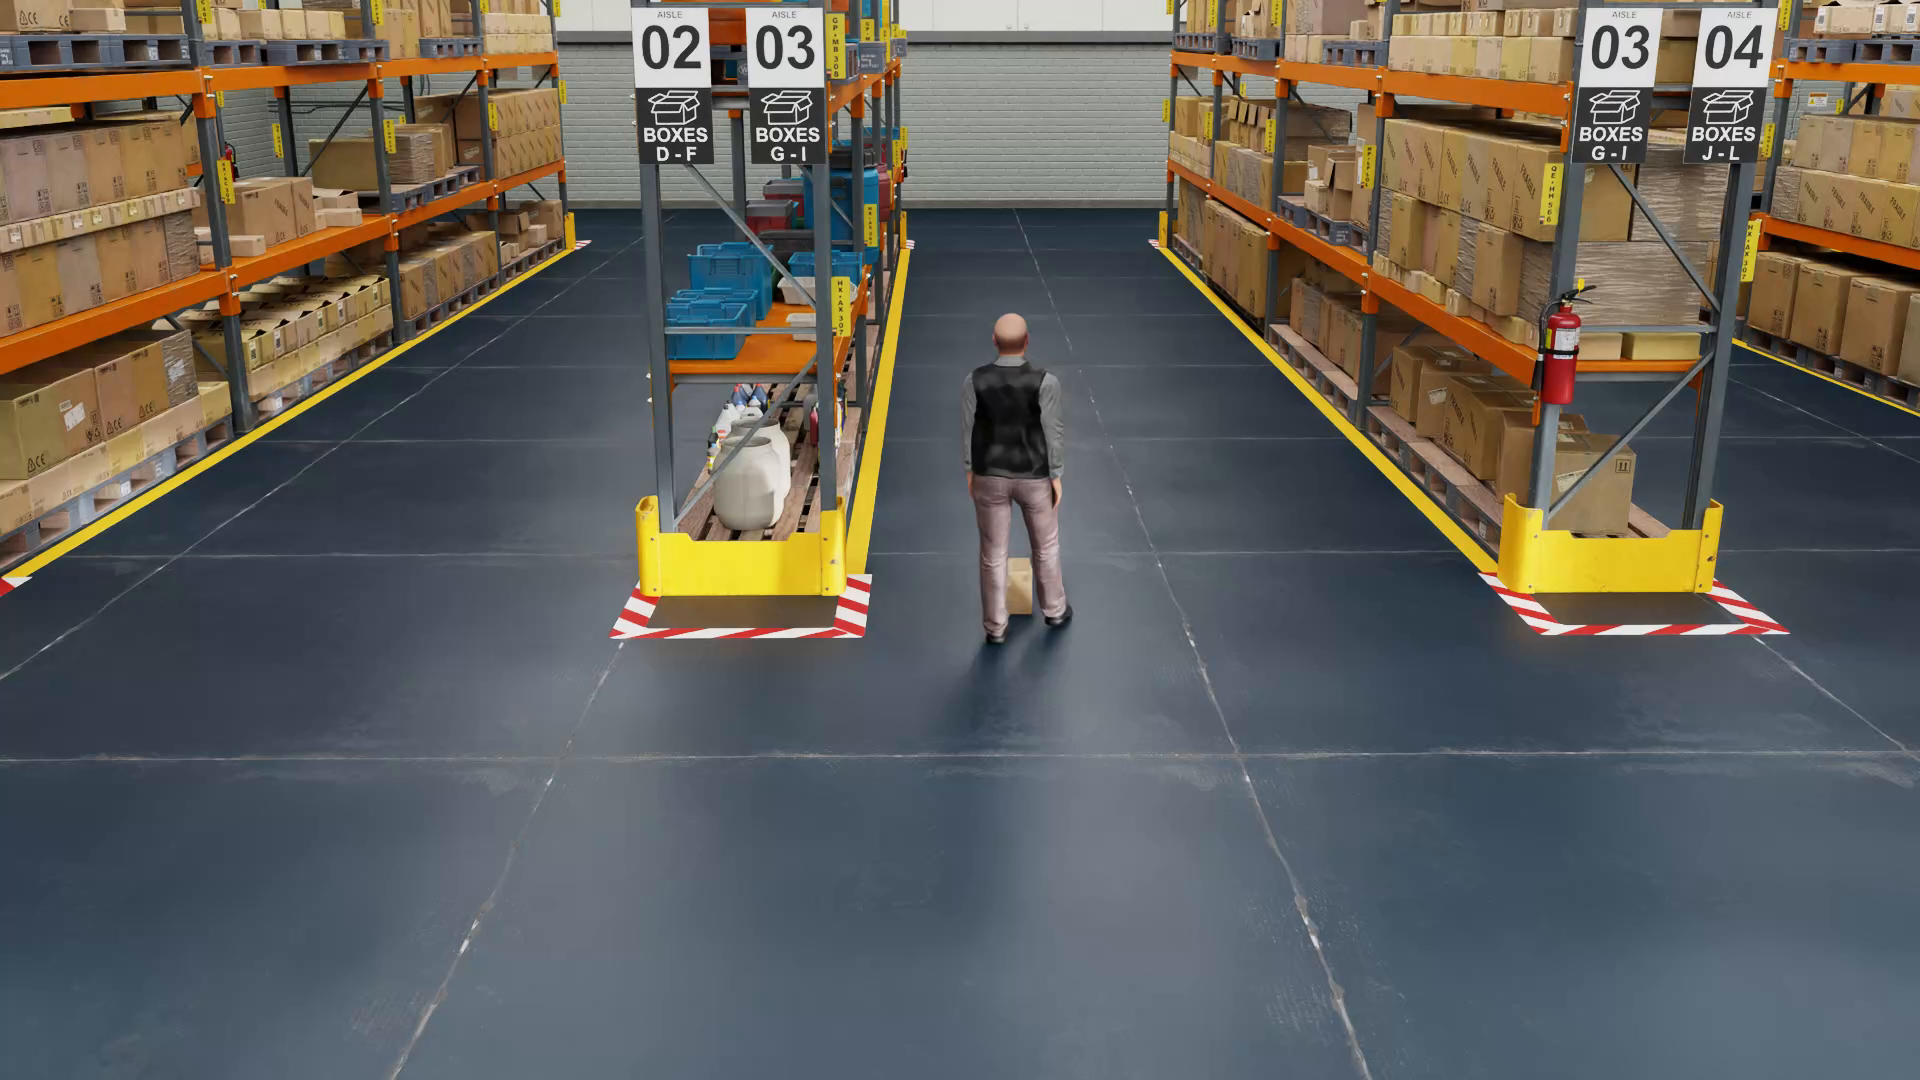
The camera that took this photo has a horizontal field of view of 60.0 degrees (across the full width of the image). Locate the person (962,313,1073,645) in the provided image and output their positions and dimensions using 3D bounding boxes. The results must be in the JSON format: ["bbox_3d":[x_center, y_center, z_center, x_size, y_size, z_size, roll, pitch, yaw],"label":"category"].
[{"bbox_3d":[0.308,-0.347,8.696,0.568,1.721,0.603,2,17,7],"label":"person"}]
